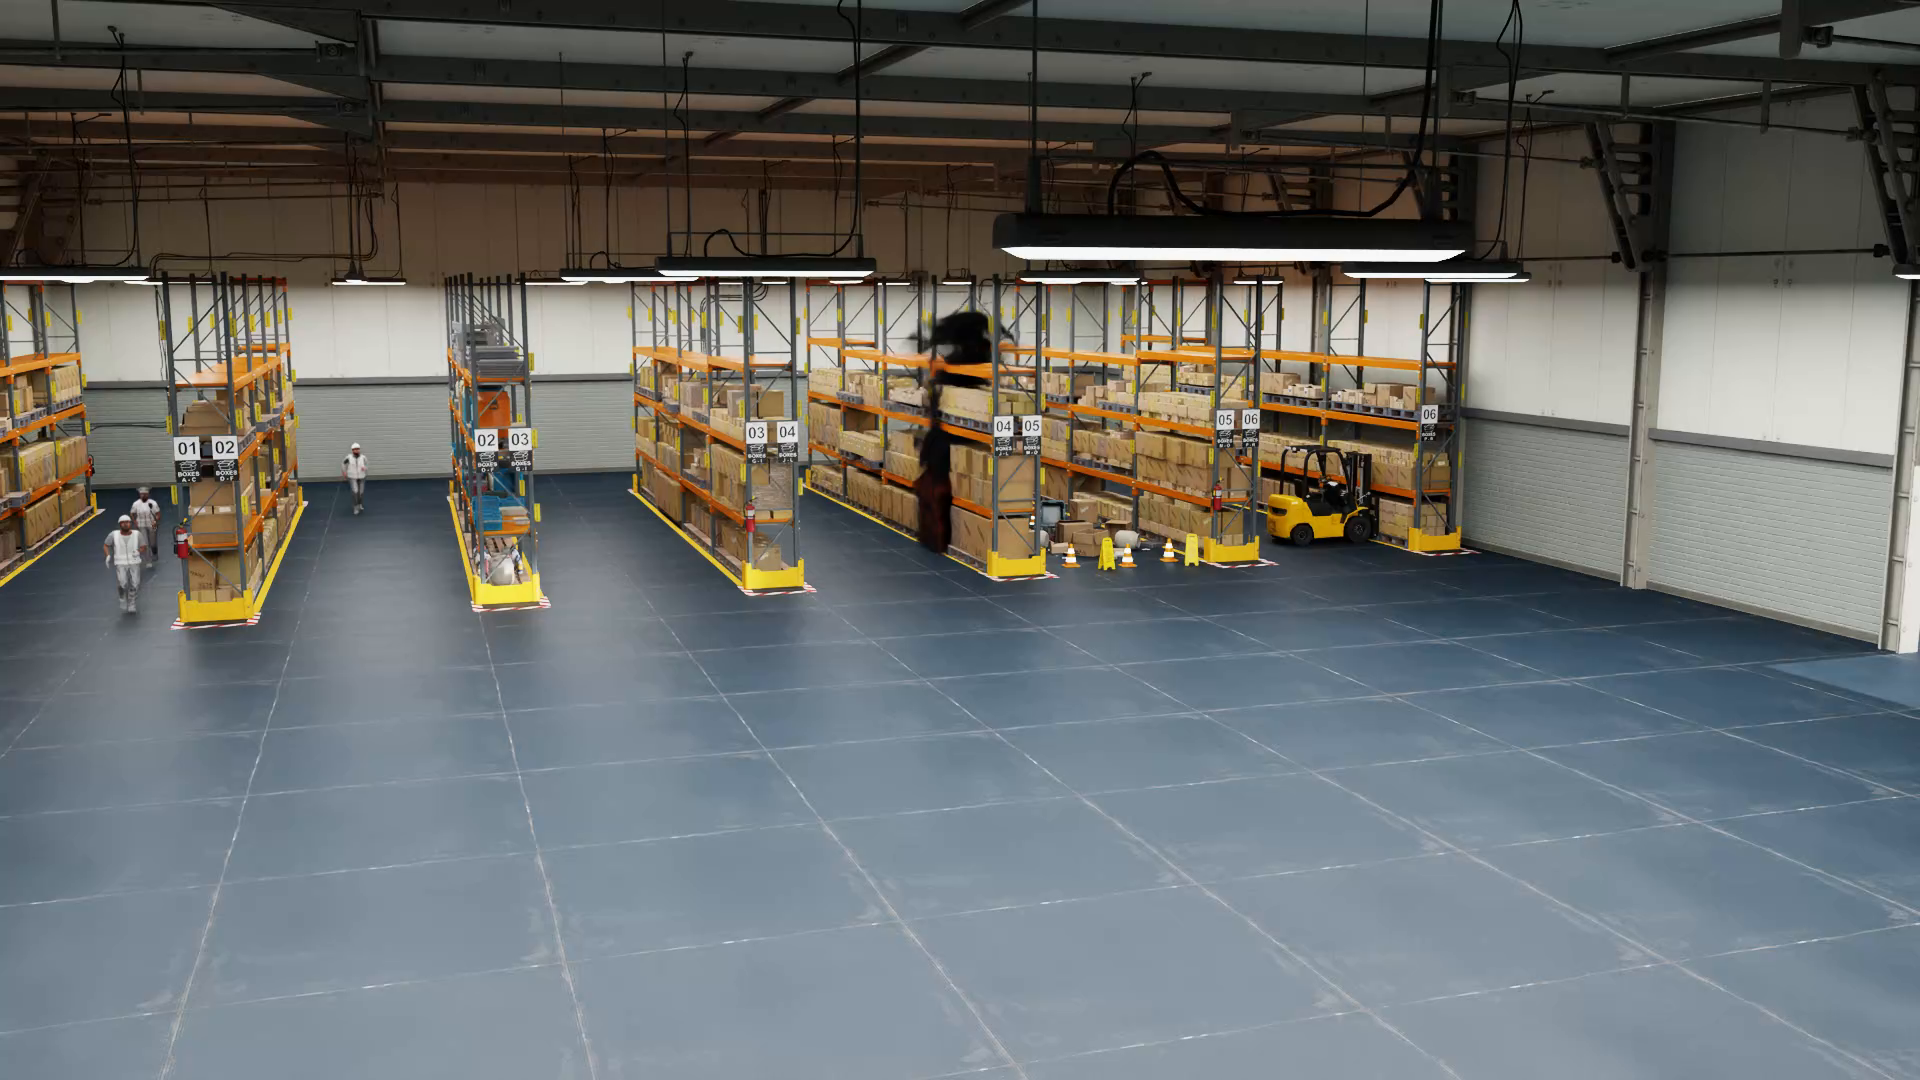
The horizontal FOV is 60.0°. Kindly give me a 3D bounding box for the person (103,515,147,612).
[{"bbox_3d":[-14.703,0.432,29.364,0.671,1.739,0.628,-5,10,-32],"label":"person"}]

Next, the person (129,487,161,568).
[{"bbox_3d":[-16.850,-0.277,34.422,0.587,1.666,0.601,-4,9,-23],"label":"person"}]

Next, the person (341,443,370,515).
[{"bbox_3d":[-15.464,-1.559,42.628,0.669,1.856,0.763,-5,10,-31],"label":"person"}]

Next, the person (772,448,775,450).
[{"bbox_3d":[-5.592,-2.378,48.272,0.753,1.690,0.559,3,9,17],"label":"person"}]
